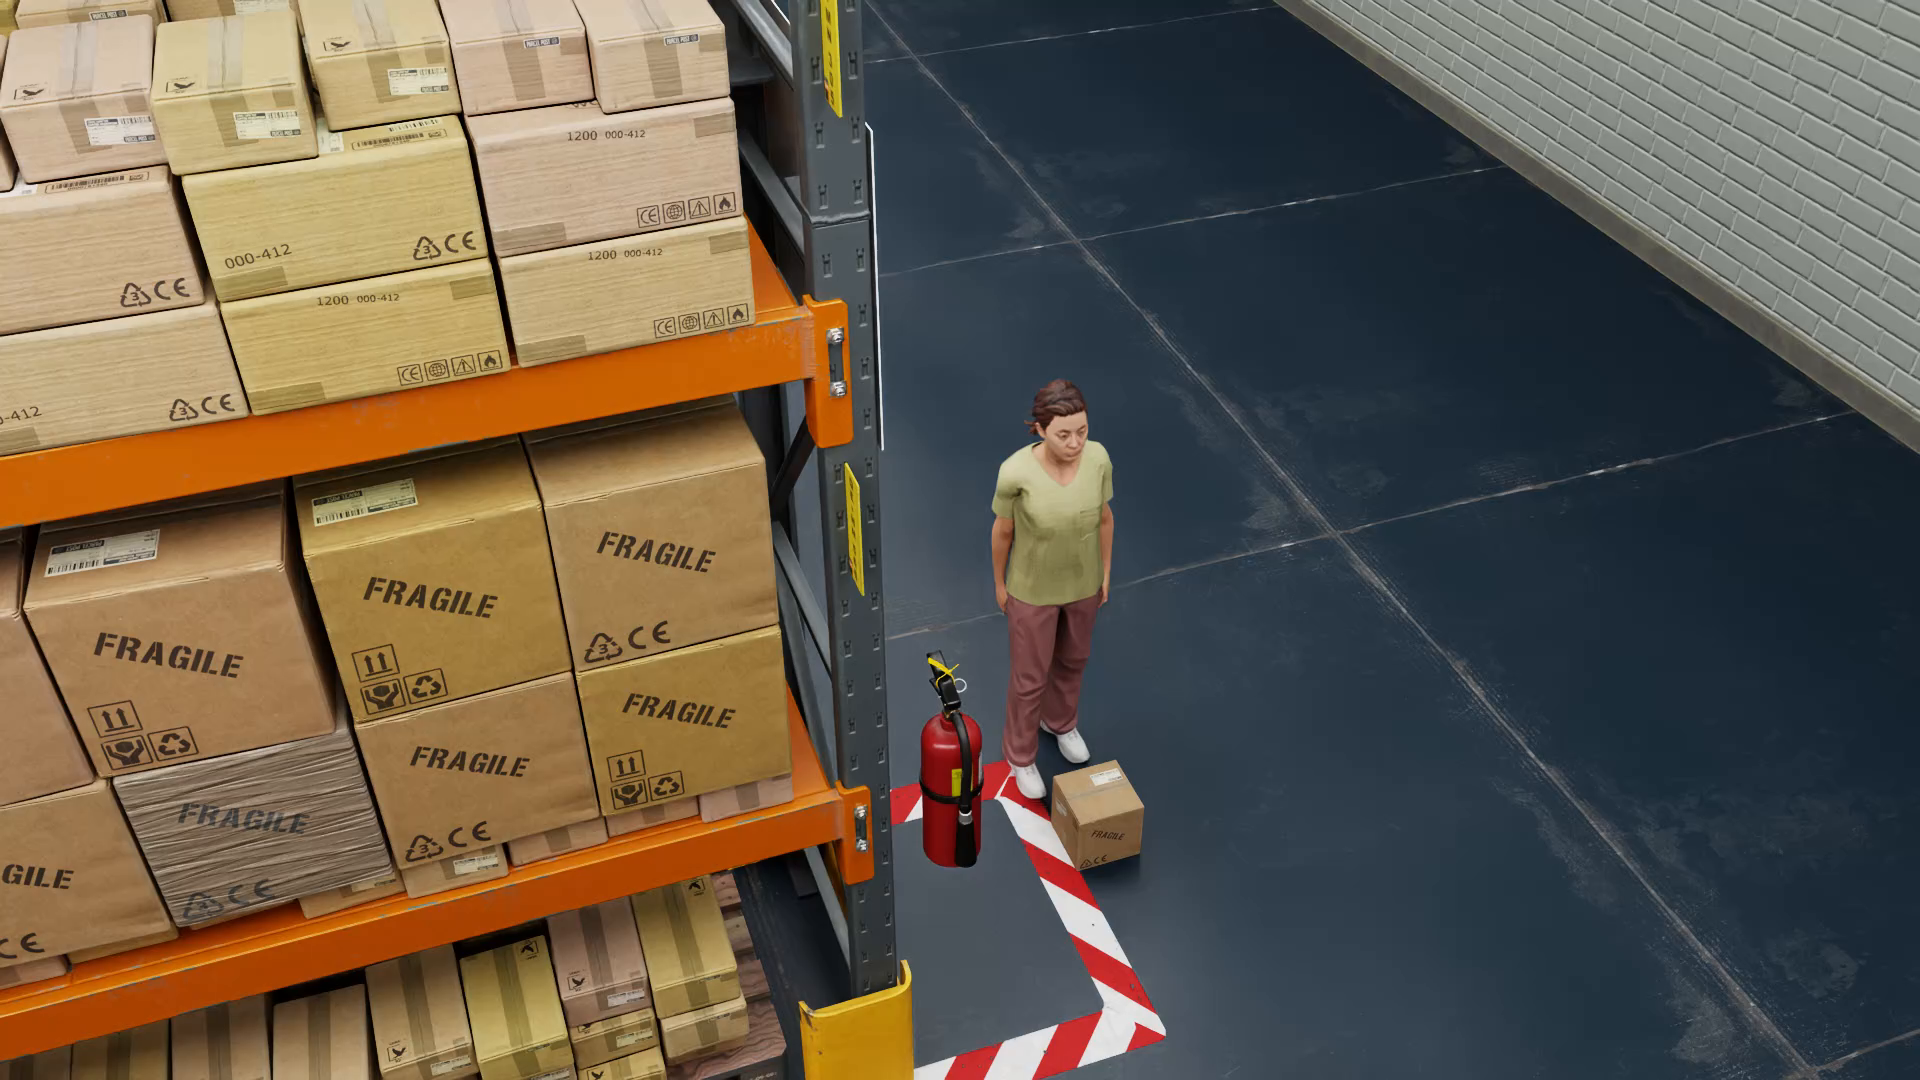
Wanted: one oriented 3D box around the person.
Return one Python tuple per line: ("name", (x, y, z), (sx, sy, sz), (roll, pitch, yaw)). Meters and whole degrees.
("person", (0.353, 0.182, 5.919), (0.444, 1.672, 0.442), (-12, 39, -14))
